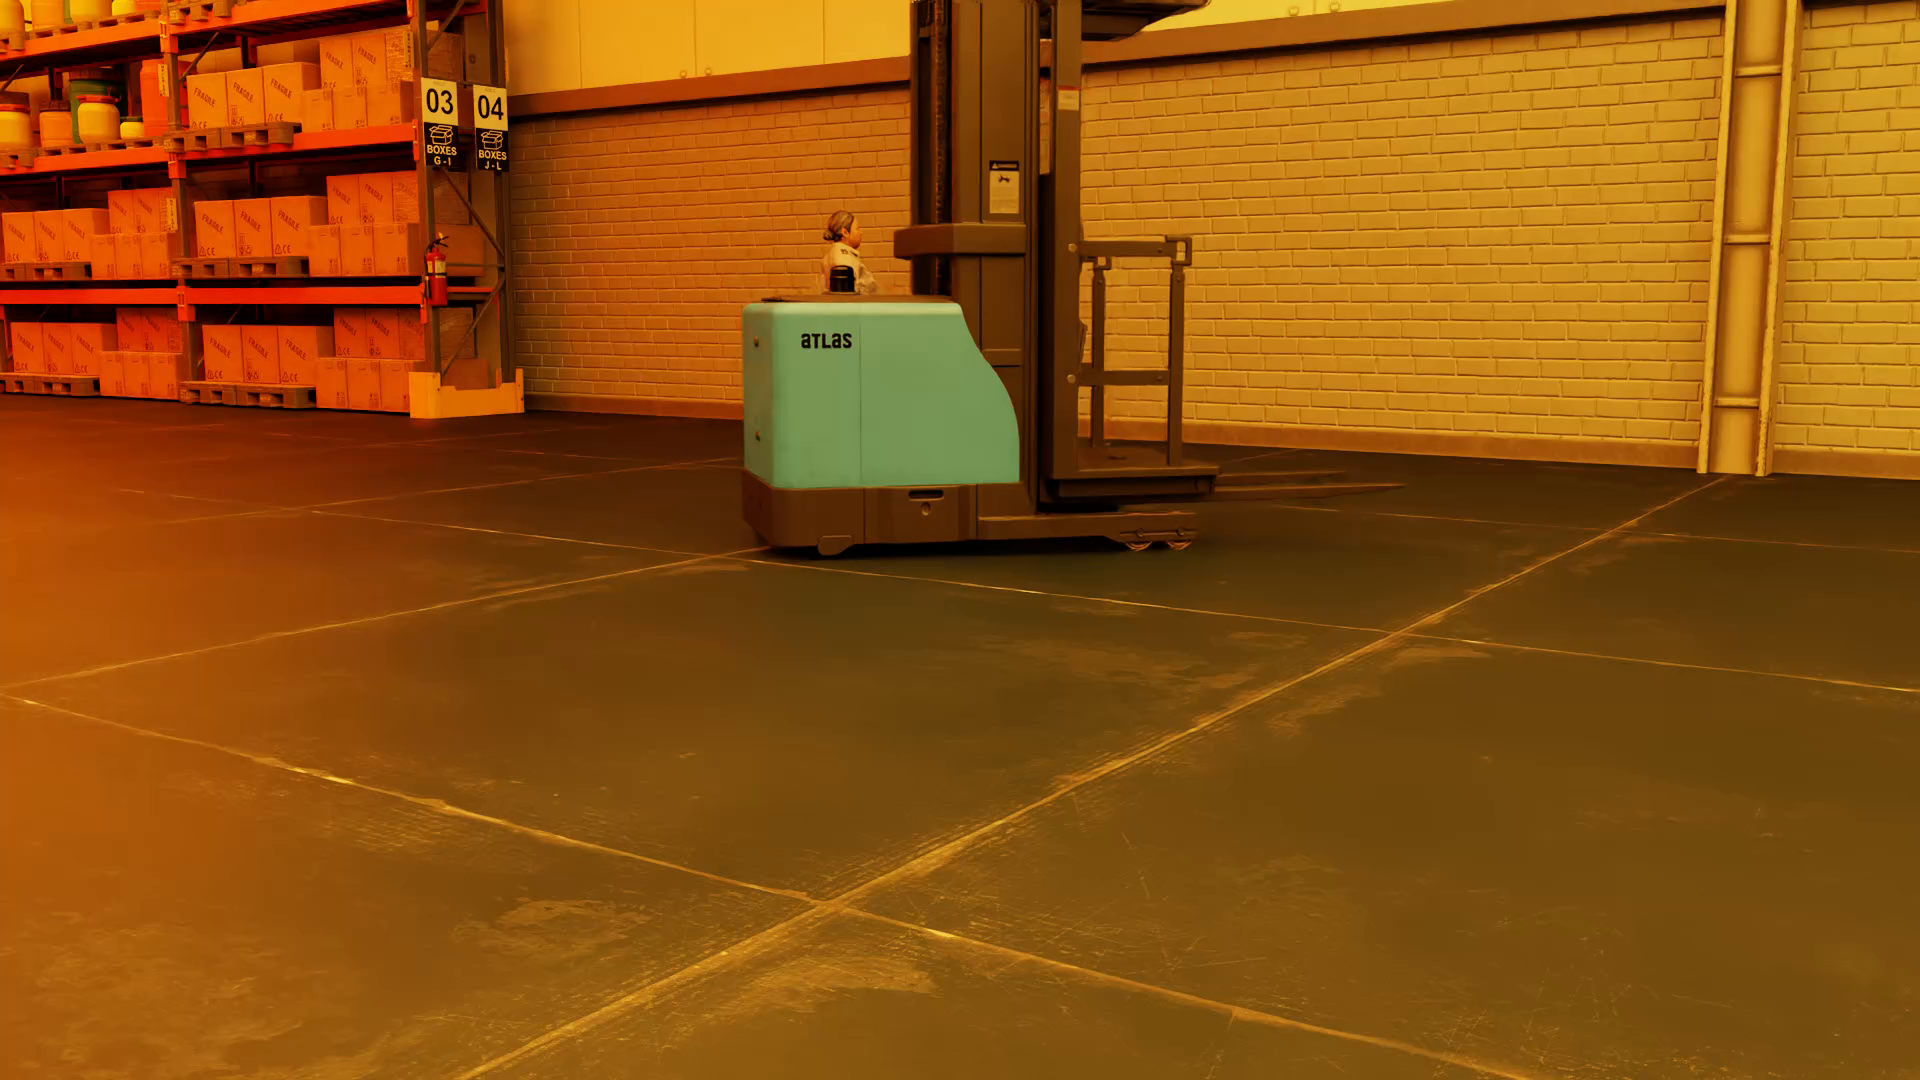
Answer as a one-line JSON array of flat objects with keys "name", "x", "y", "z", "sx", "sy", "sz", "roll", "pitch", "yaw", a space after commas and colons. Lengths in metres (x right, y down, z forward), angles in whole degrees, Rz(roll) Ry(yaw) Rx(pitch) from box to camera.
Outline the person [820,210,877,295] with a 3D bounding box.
[{"name": "person", "x": -0.705, "y": -1.235, "z": 10.471, "sx": 0.363, "sy": 1.648, "sz": 0.485, "roll": -3, "pitch": 9, "yaw": -23}]

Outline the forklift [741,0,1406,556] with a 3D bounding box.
[{"name": "forklift", "x": 0.556, "y": -1.476, "z": 7.573, "sx": 3.031, "sy": 2.935, "sz": 1.130, "roll": -2, "pitch": 8, "yaw": -15}]
